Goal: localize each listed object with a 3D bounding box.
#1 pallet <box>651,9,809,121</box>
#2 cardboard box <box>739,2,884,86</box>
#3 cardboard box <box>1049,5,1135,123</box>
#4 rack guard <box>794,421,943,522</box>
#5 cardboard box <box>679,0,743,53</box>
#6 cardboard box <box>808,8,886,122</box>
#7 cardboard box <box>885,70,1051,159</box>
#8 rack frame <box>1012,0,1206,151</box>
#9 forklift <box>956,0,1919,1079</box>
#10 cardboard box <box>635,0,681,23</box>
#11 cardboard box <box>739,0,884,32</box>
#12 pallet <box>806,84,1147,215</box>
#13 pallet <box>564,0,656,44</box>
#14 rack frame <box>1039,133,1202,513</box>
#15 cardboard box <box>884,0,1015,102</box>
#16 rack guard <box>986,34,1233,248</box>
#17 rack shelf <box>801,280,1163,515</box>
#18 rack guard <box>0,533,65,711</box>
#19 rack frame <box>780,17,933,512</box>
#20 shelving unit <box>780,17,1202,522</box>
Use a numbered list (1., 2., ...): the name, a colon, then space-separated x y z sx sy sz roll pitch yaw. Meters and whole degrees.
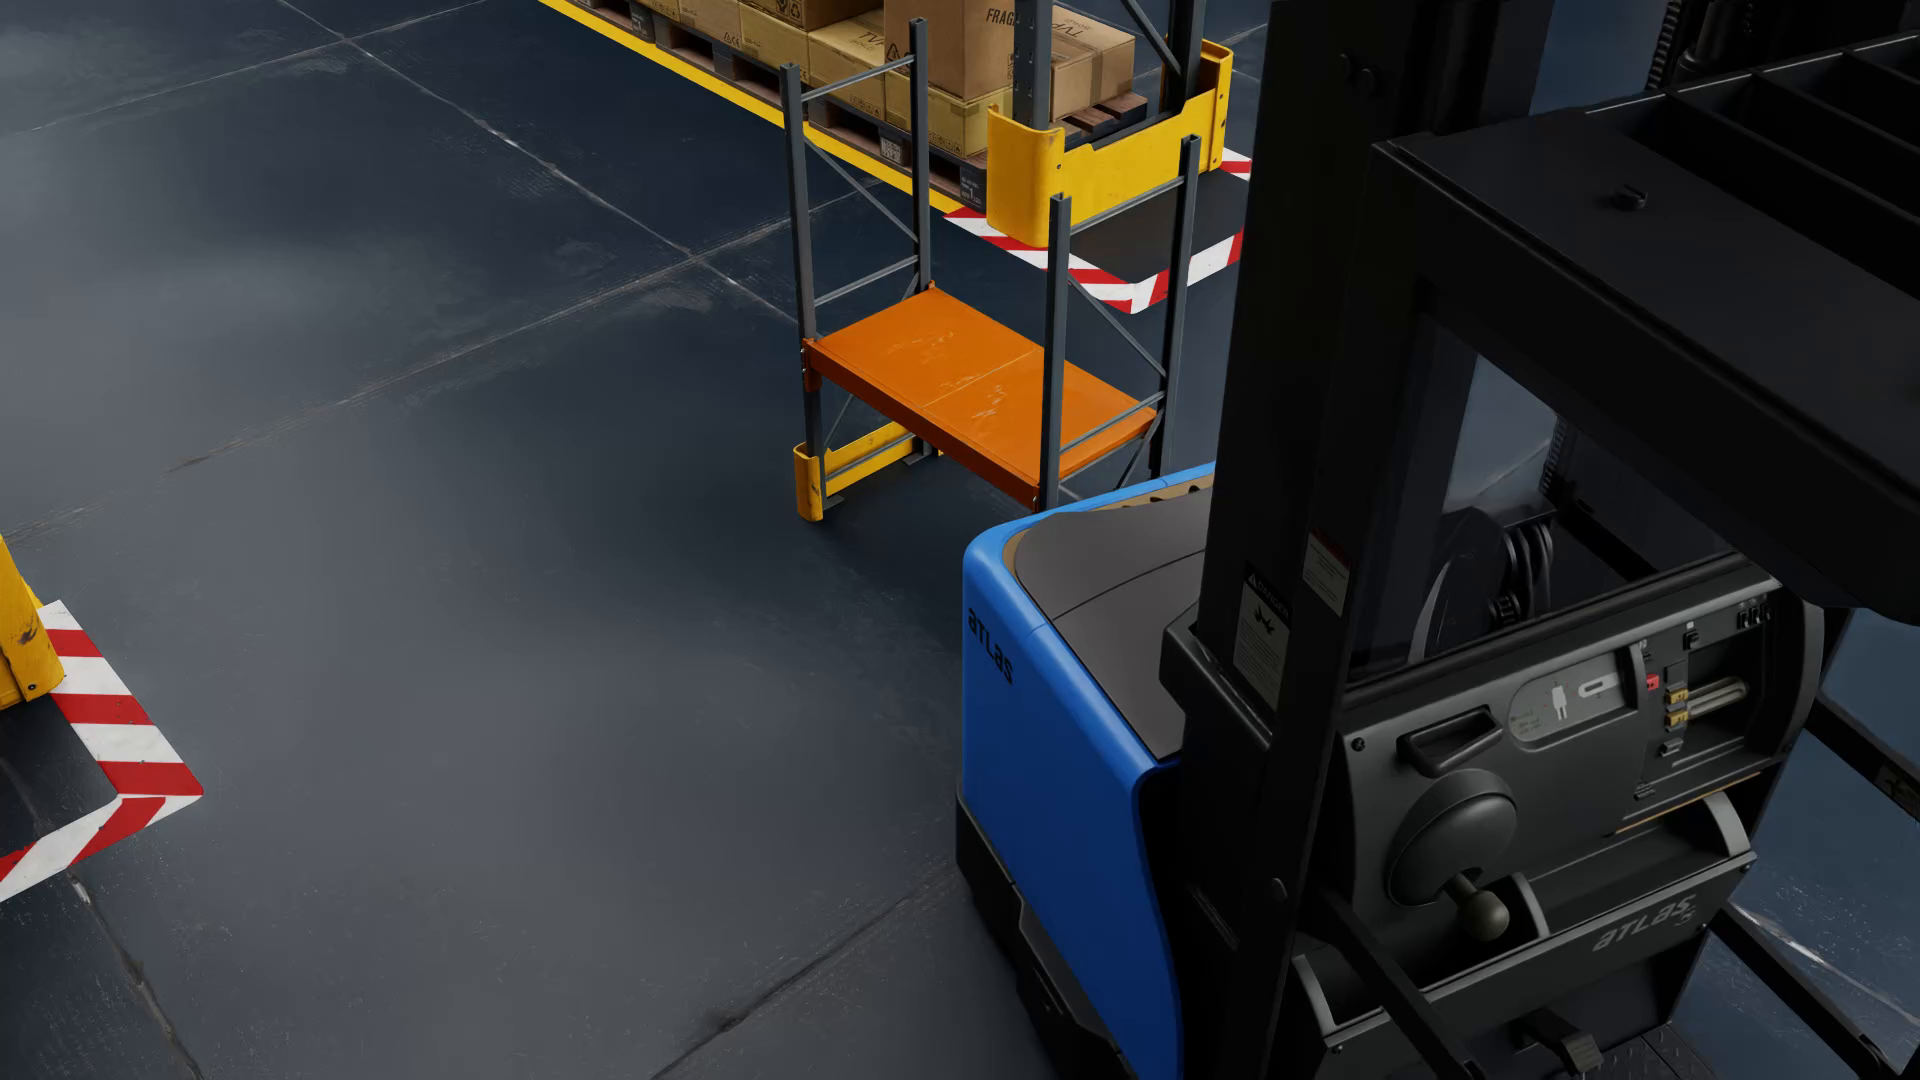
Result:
1. pallet: -0.756 -2.482 8.155 1.003 0.211 1.213 -30 48 -32
2. cardboard box: -0.654 -2.340 7.614 0.500 0.250 0.500 -30 48 -32
3. cardboard box: 0.414 -2.103 7.321 0.500 0.250 0.500 -30 48 -32
4. rack guard: -0.285 -0.292 5.413 0.587 0.250 0.087 -30 48 -32
5. cardboard box: -0.991 -2.572 7.901 0.500 0.250 0.500 -30 48 -32
6. cardboard box: -0.314 -2.109 7.328 0.500 0.250 0.500 -30 48 -32
7. cardboard box: 0.033 -1.883 7.048 0.500 0.250 0.500 -30 48 -32
8. rack frame: 0.613 -2.667 6.164 1.000 3.000 0.127 -30 48 -32
9. forklift: 1.072 0.392 2.432 1.130 2.935 3.031 -16 42 -19
10. cardboard box: -1.333 -2.801 8.185 0.500 0.250 0.500 -30 48 -32
11. cardboard box: -0.656 -2.630 7.377 0.500 0.500 0.500 -30 48 -32
12. pallet: 0.065 -1.918 7.457 1.003 0.211 1.213 -30 48 -32
13. pallet: -1.585 -3.047 8.855 1.003 0.211 1.213 -30 48 -32
14. rack frame: 0.402 -0.309 4.439 0.500 1.500 0.032 -30 48 -32
15. cardboard box: 0.031 -2.174 6.811 0.500 0.500 0.500 -30 48 -32
16. rack guard: 0.629 -1.683 6.936 1.175 0.500 0.348 -30 48 -32
17. rack shelf: 0.058 -0.404 4.843 0.538 0.185 1.000 -30 48 -32
18. rack guard: -3.085 0.378 4.385 1.175 0.500 0.348 -30 48 -32
19. rack frame: -0.286 -0.779 5.021 0.500 1.500 0.032 -30 48 -32
20. shelving unit: 0.052 -0.548 4.735 0.587 1.500 1.083 -30 48 -32
